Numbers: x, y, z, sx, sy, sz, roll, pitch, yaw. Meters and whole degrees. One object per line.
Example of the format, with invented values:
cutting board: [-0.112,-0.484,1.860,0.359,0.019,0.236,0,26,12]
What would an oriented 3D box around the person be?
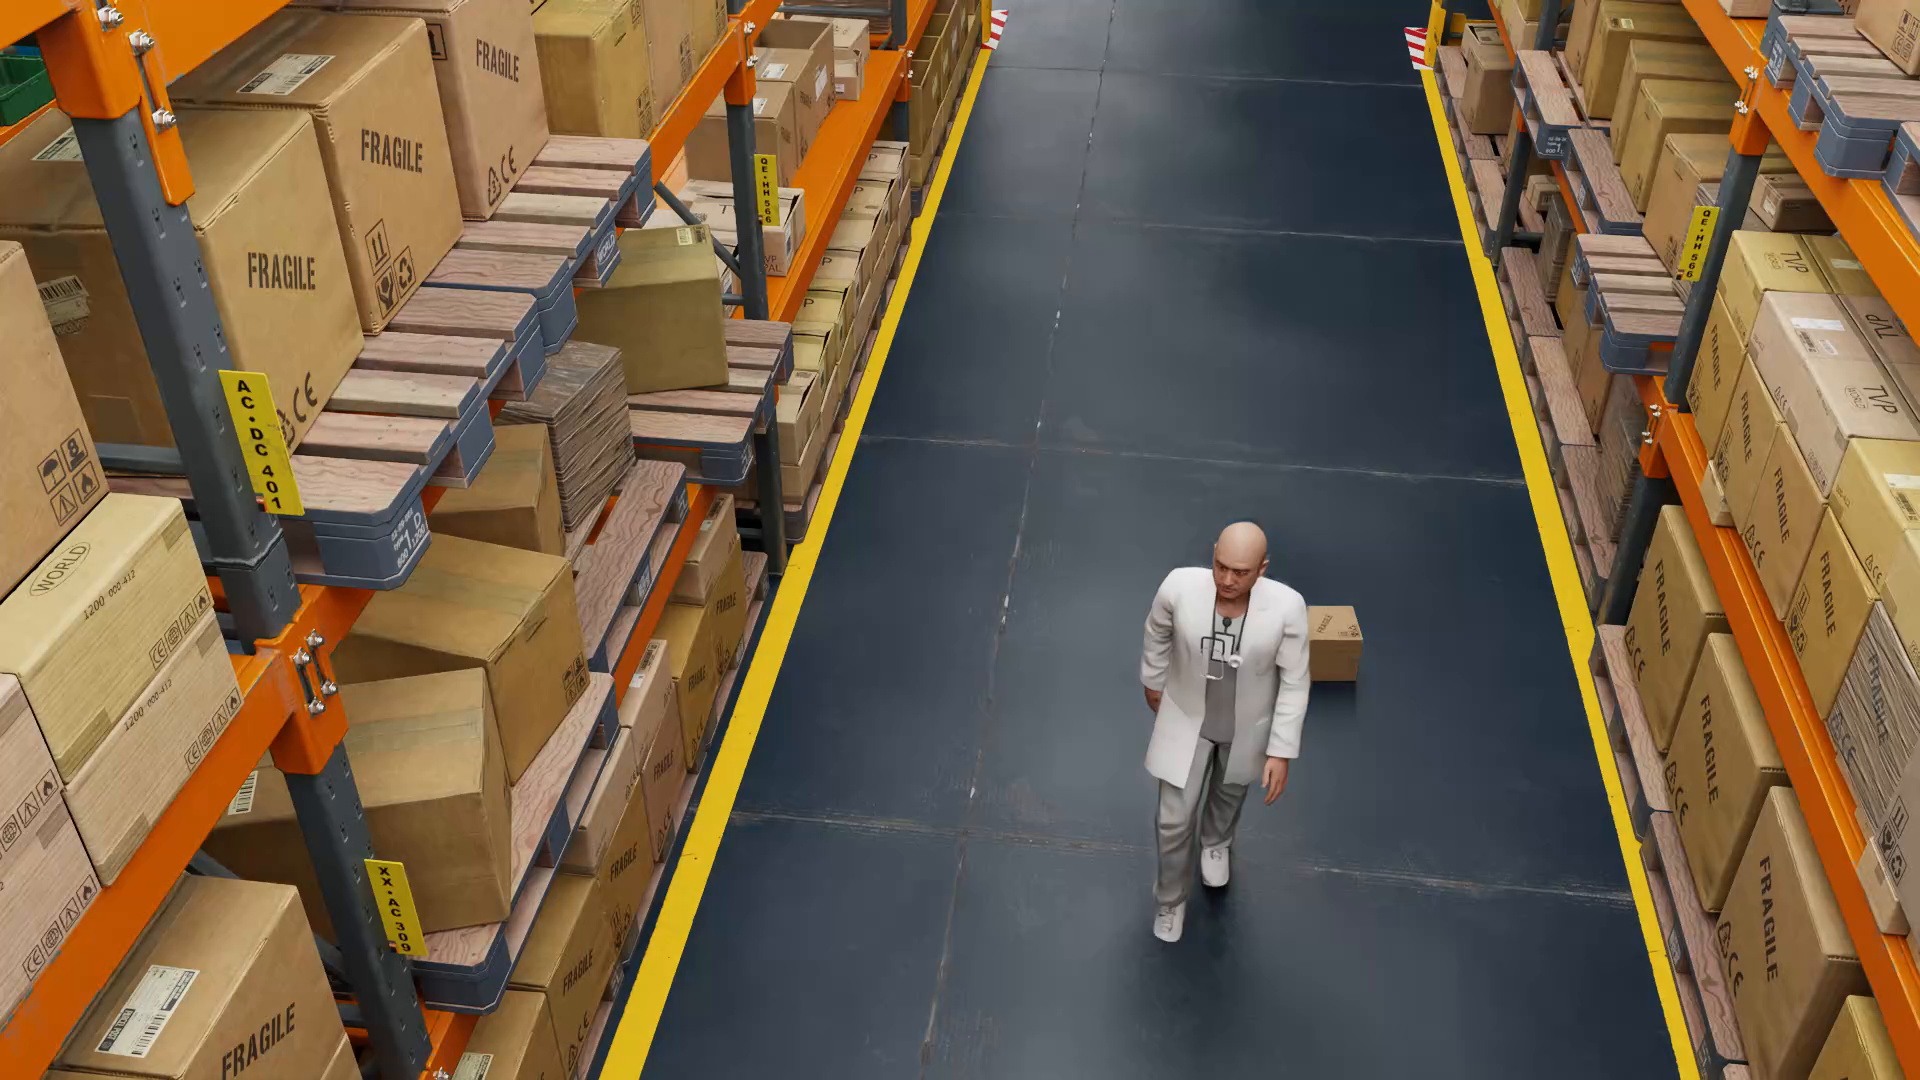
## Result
person: [0.944,0.699,6.135,0.616,1.863,0.666,7,36,10]
